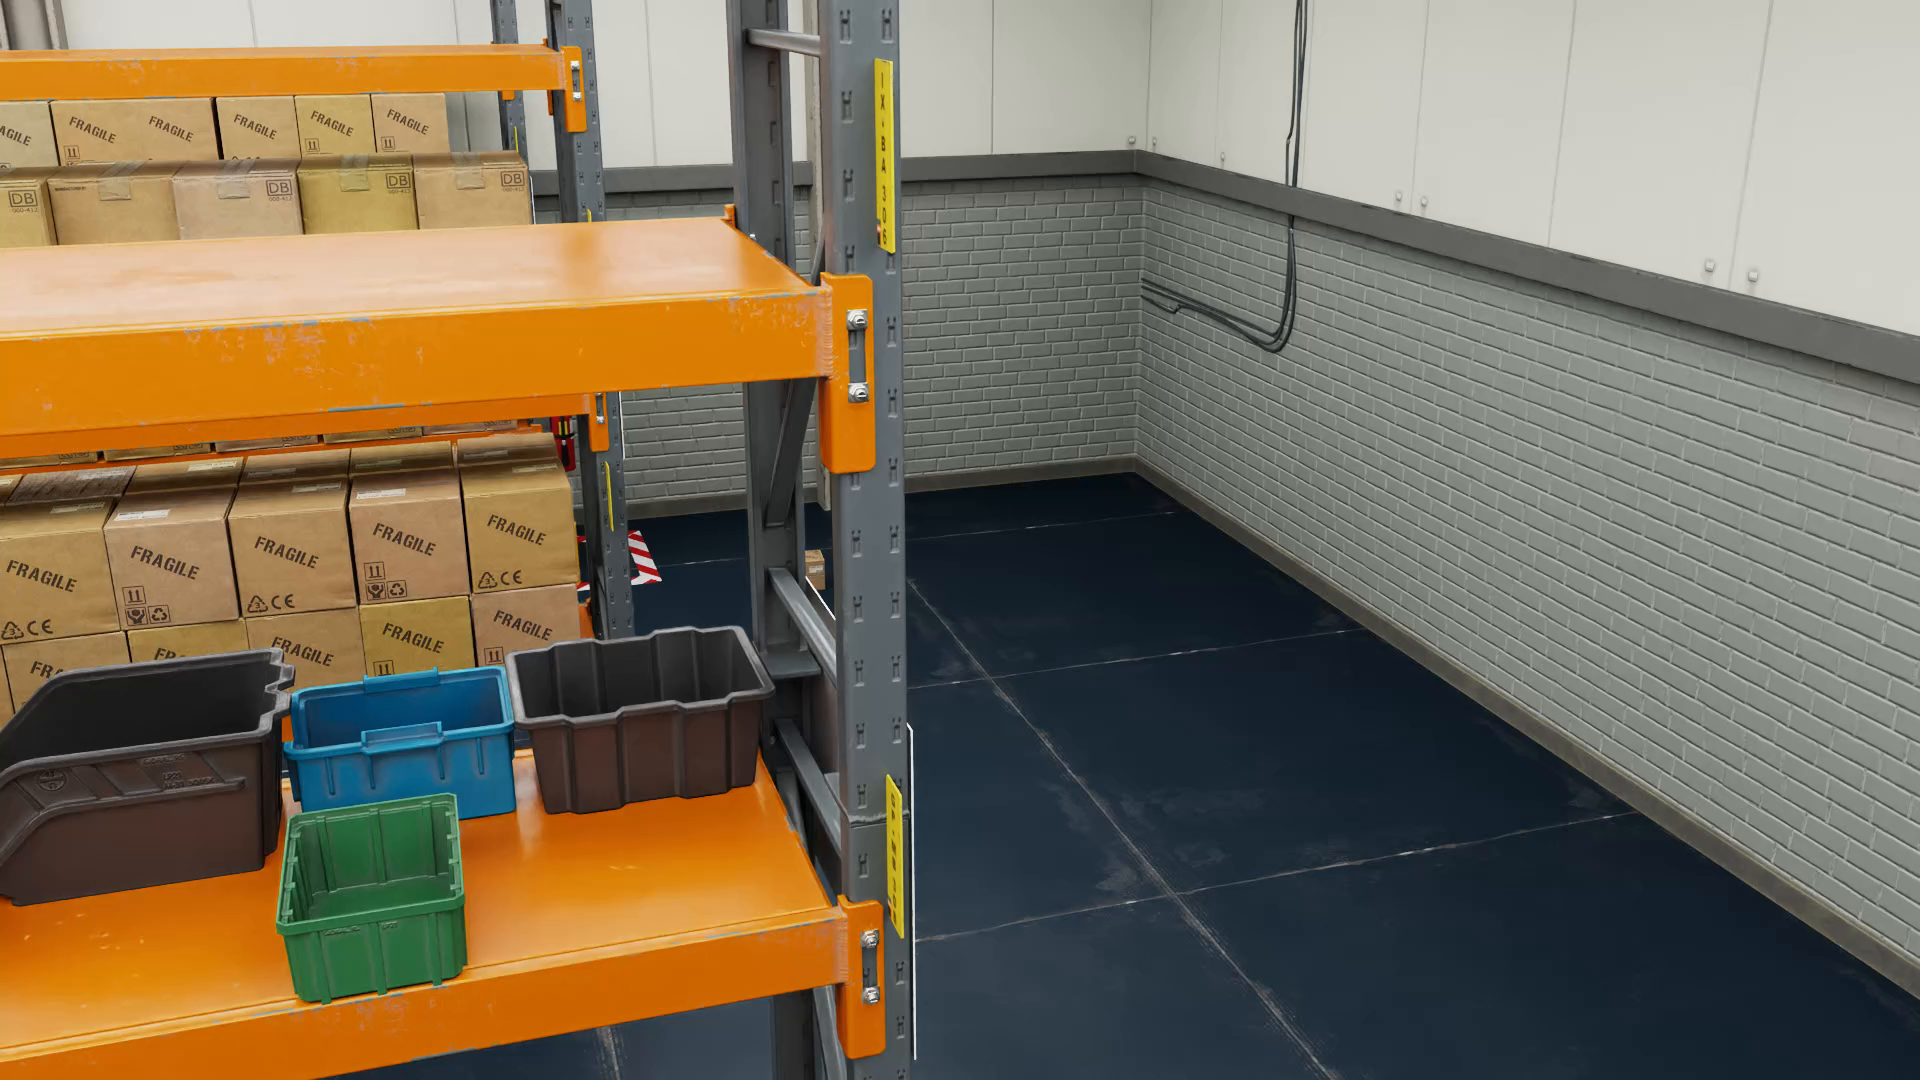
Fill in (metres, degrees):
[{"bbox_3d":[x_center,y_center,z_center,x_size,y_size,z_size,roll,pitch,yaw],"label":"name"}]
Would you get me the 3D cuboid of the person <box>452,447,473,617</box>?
[{"bbox_3d":[-3.306,0.234,10.897,1.043,1.741,0.614,-13,23,-33],"label":"person"}]
